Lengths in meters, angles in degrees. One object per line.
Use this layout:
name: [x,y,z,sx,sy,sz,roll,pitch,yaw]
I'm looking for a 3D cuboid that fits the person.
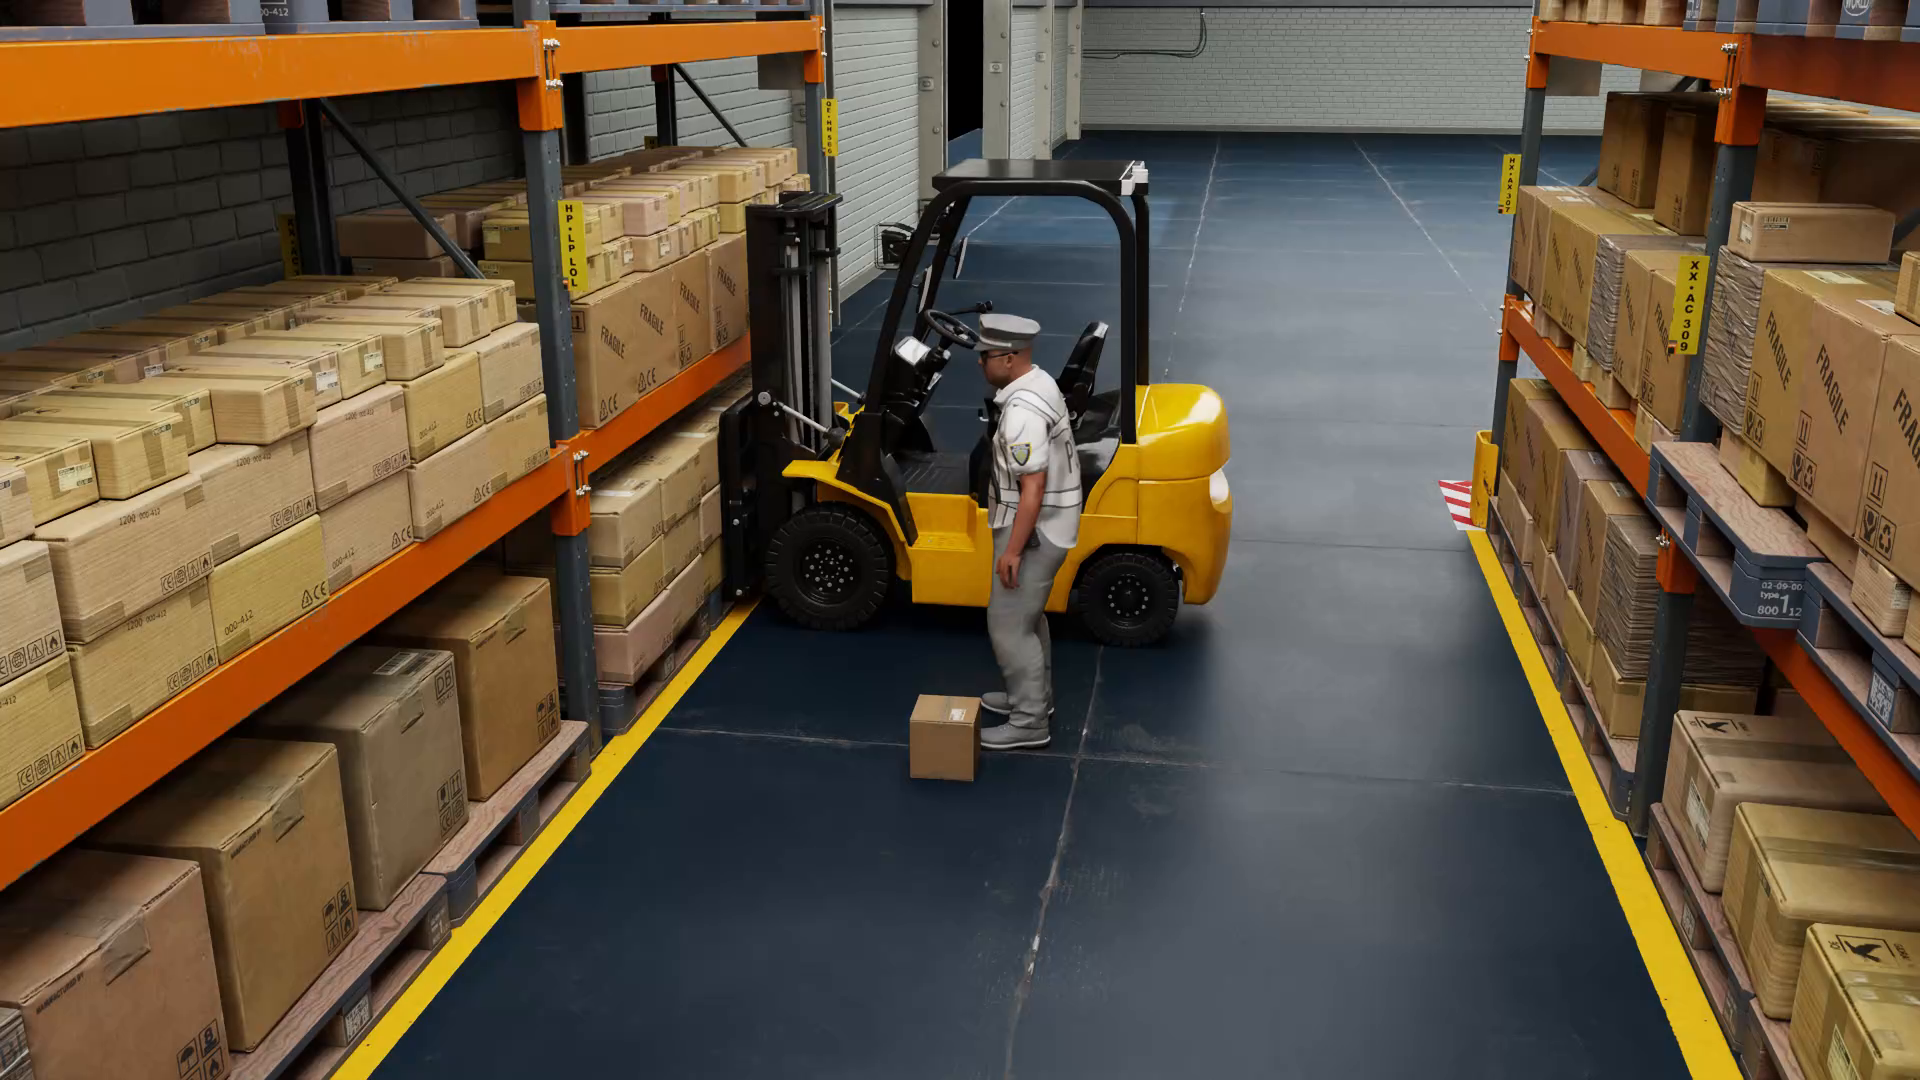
person: [0.268,-0.033,6.639,0.431,1.750,0.606,2,18,6]
